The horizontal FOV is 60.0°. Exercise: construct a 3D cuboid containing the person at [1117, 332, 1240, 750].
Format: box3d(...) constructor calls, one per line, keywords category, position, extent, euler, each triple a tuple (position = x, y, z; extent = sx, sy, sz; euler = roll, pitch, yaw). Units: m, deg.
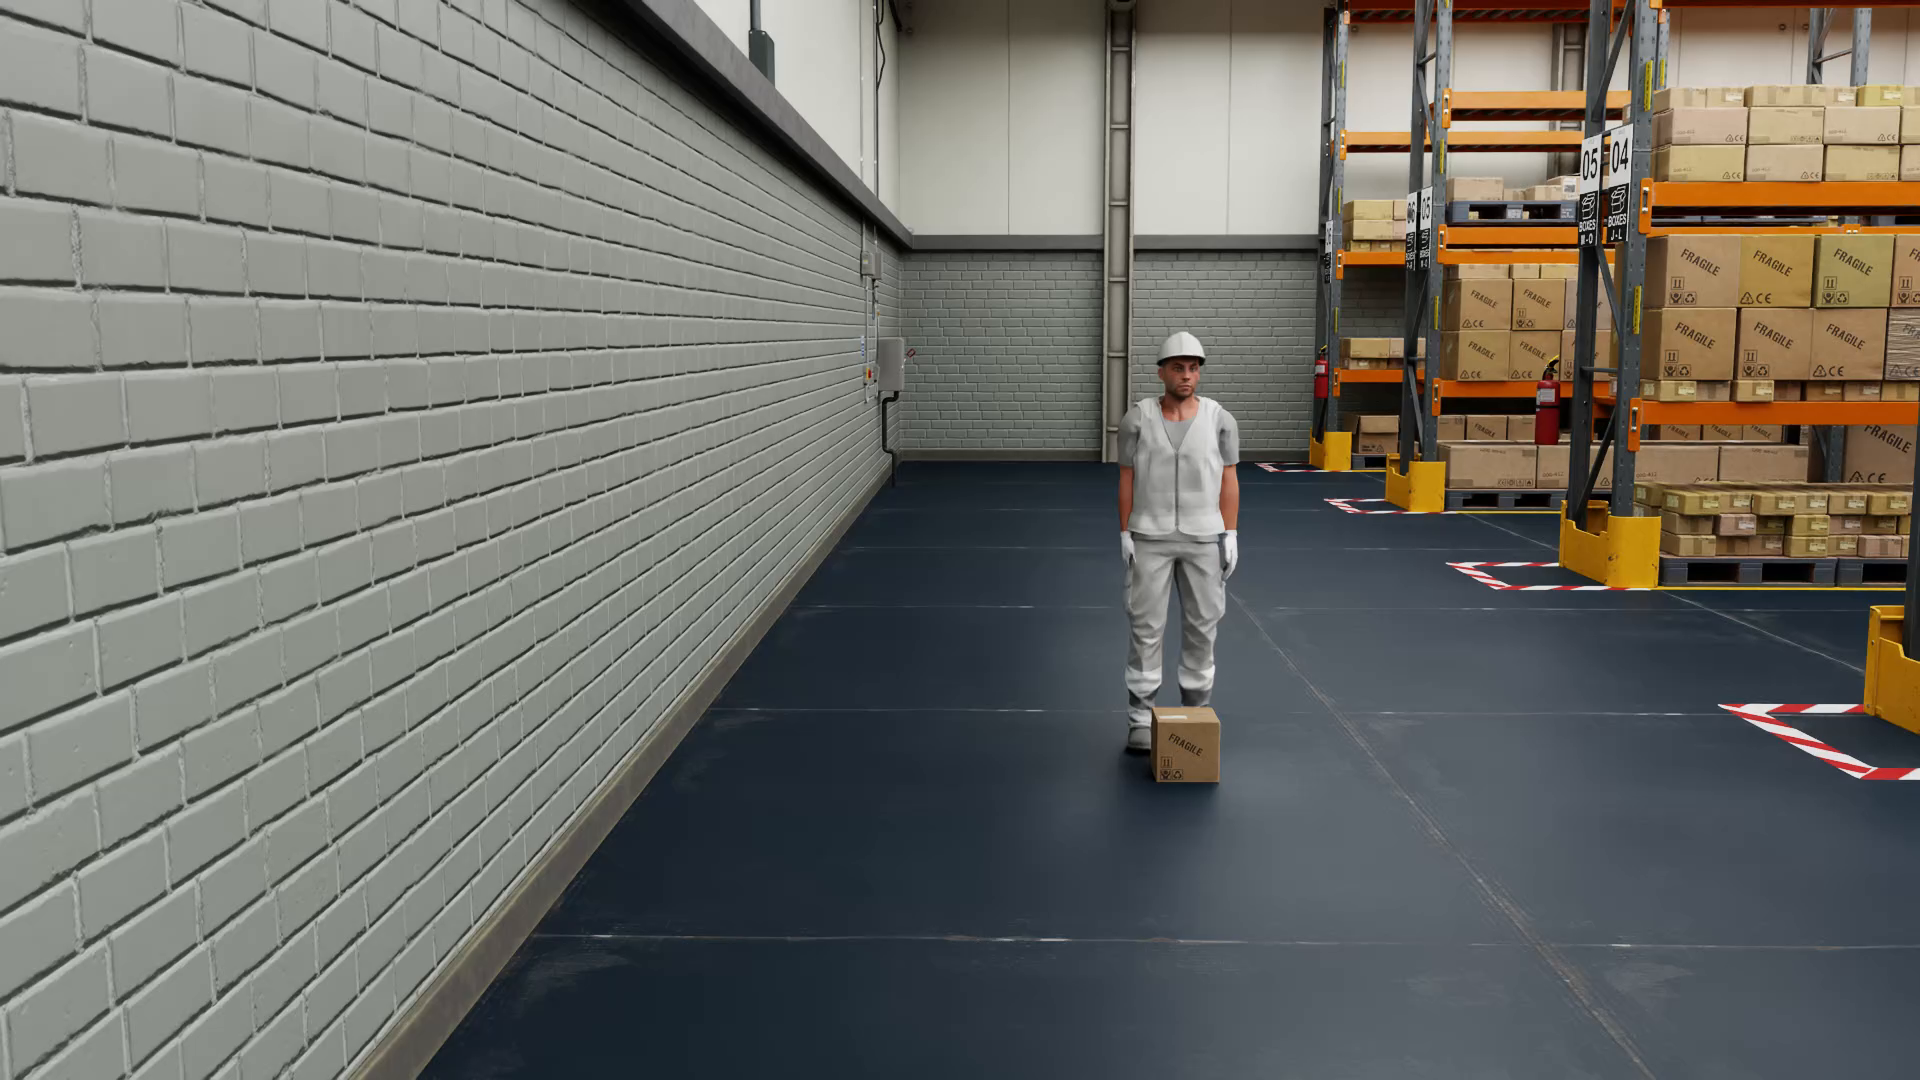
box3d(category="person", position=(0.930, 0.009, 7.107), extent=(0.524, 1.786, 0.348), euler=(0, 7, 3))
